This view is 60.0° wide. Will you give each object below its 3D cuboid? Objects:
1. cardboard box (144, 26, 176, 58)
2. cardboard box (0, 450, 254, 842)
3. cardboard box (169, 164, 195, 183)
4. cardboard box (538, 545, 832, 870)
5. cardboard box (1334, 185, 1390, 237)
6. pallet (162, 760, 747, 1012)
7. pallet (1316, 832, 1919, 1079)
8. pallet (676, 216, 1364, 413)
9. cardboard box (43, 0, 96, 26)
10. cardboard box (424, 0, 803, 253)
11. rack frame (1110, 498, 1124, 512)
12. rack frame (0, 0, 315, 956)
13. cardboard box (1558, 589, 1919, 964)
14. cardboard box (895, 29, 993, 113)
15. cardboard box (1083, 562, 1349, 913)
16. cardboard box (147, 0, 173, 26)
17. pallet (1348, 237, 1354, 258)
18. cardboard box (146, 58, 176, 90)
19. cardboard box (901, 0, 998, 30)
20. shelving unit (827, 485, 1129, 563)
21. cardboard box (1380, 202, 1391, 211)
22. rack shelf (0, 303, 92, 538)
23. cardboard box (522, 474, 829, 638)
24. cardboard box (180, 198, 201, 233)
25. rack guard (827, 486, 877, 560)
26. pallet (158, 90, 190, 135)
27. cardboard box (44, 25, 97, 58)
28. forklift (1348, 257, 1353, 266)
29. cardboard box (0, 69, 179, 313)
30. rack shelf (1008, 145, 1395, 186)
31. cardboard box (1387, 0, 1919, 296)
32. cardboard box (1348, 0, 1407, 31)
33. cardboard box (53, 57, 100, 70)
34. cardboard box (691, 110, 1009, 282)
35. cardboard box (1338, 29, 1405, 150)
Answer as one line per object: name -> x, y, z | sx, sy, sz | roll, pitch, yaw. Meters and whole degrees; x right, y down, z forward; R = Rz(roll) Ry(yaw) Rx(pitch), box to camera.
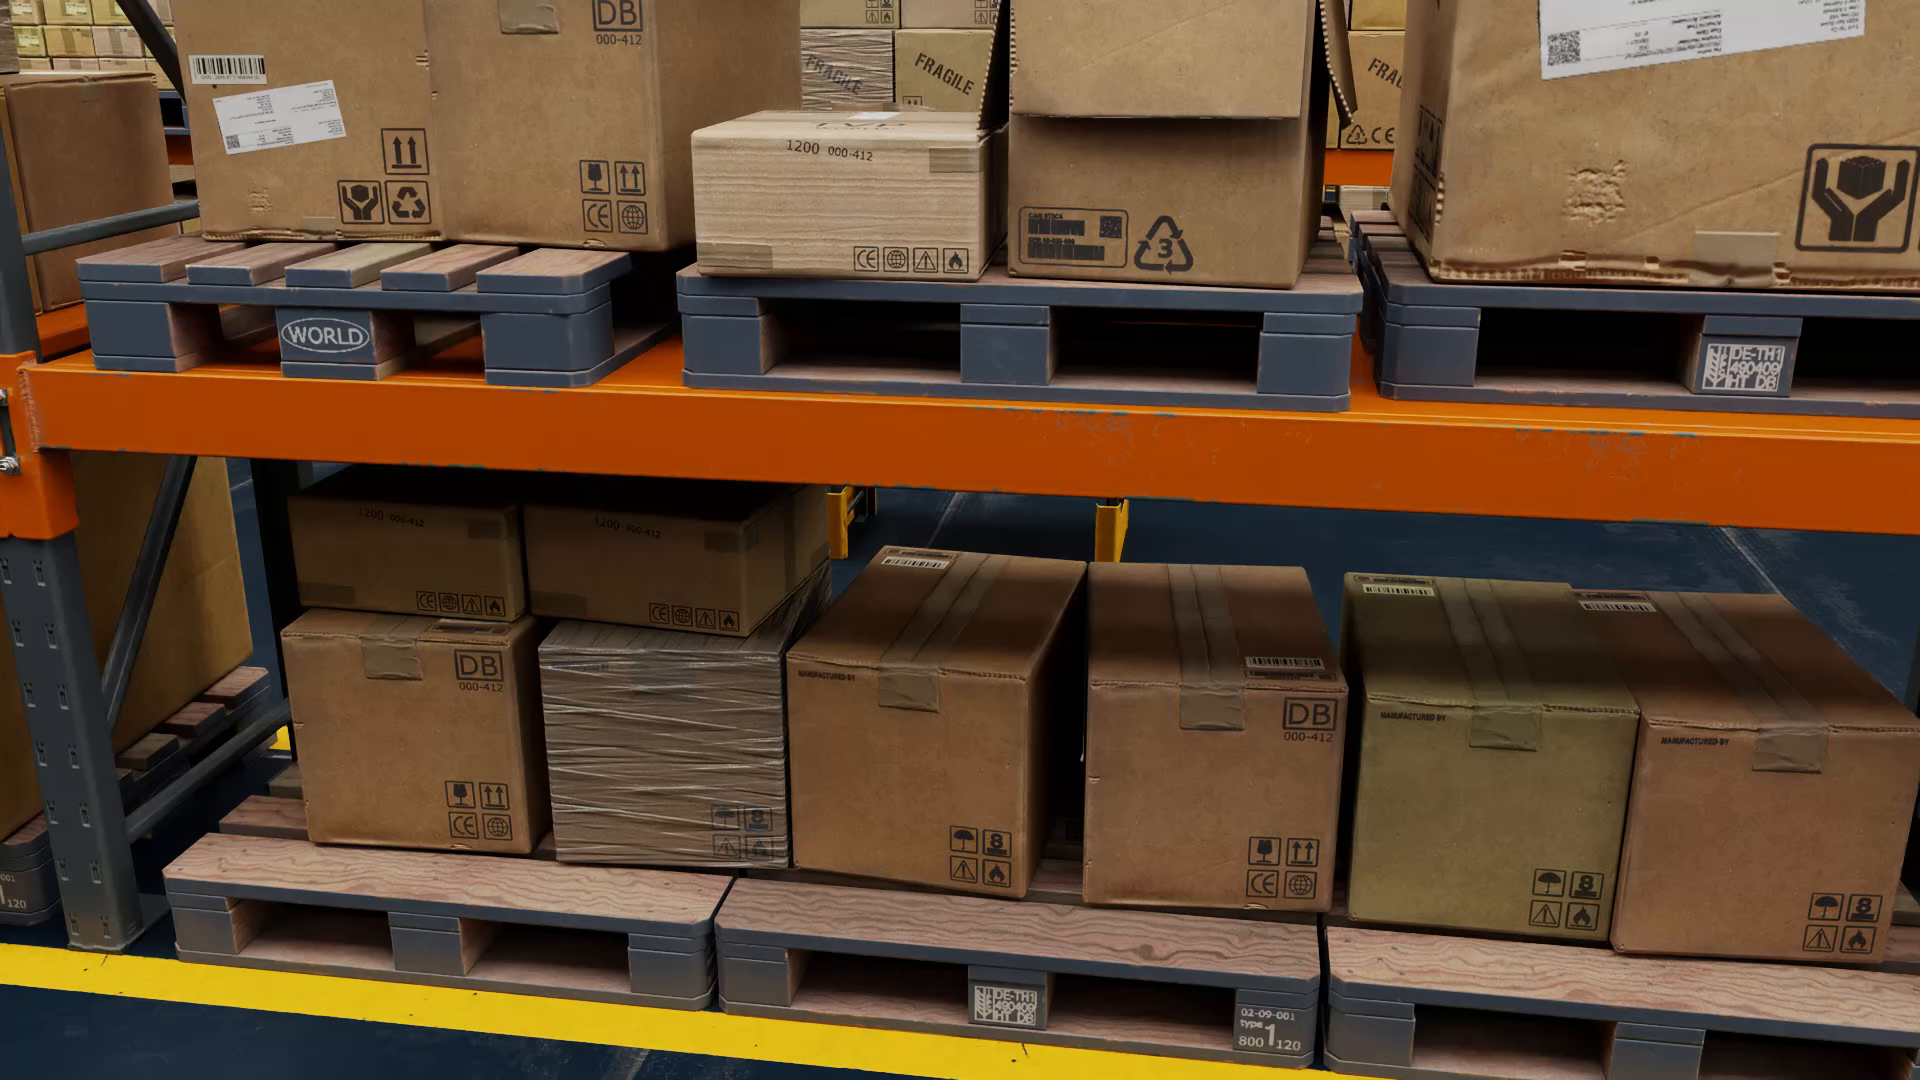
cardboard box -> -3.781, -2.449, 8.161 | 0.250, 0.149, 0.380 | 2, 19, 6
cardboard box -> -2.480, 0.087, 4.003 | 0.875, 0.875, 1.225 | 2, 19, 6
cardboard box -> -6.557, -3.126, 14.296 | 0.875, 0.438, 0.875 | 3, 19, 10
cardboard box -> -0.588, 0.348, 3.782 | 0.500, 0.500, 0.700 | 1, 19, 4
cardboard box -> 3.201, -2.562, 12.713 | 0.625, 0.372, 0.950 | 3, 19, 9
pallet -> -1.031, 0.682, 3.932 | 1.213, 0.211, 1.003 | 3, 19, 9
pallet -> 1.378, 0.805, 3.565 | 1.213, 0.211, 1.003 | 3, 19, 9
pallet -> 0.159, -0.502, 3.380 | 1.213, 0.211, 1.003 | 3, 19, 9
cardboard box -> -4.273, -2.617, 8.192 | 0.250, 0.149, 0.380 | 3, 19, 10
cardboard box -> -0.696, -0.915, 3.492 | 0.500, 0.500, 0.700 | 6, 19, 17
rack frame -> 0.586, -0.681, 5.976 | 0.032, 1.500, 0.500 | 3, 19, 9
rack frame -> -1.802, -0.680, 3.609 | 0.127, 3.000, 1.000 | 3, 19, 9
cardboard box -> 1.544, 0.460, 3.447 | 0.500, 0.500, 0.700 | 1, 19, 4
cardboard box -> -0.013, -2.145, 7.828 | 0.500, 0.500, 0.500 | 3, 19, 8
cardboard box -> 0.524, 0.402, 3.620 | 0.500, 0.500, 0.700 | 1, 19, 4
cardboard box -> -3.774, -2.589, 8.111 | 0.250, 0.149, 0.380 | 3, 19, 8
pallet -> 2.950, -2.300, 12.844 | 1.213, 0.211, 1.003 | 3, 19, 9
cardboard box -> -3.781, -2.308, 8.207 | 0.250, 0.149, 0.380 | 3, 19, 9
cardboard box -> 0.026, -2.700, 7.912 | 0.500, 0.500, 0.700 | 3, 19, 8
shelving unit -> 0.075, -0.707, 6.054 | 1.083, 1.500, 0.587 | 3, 19, 9
cardboard box -> 2.406, -1.163, 7.936 | 0.750, 0.750, 1.050 | 3, 19, 8
rack shelf -> -3.777, -0.440, 4.024 | 4.000, 0.370, 1.077 | 3, 19, 9
cardboard box -> -0.611, -0.011, 3.674 | 0.500, 0.250, 0.500 | 5, 19, 15
cardboard box -> -3.651, -1.654, 8.614 | 0.500, 0.250, 0.500 | 3, 19, 10
rack guard -> -0.416, -0.140, 6.327 | 0.087, 0.250, 0.587 | 3, 19, 9
pallet -> -4.134, -2.255, 8.619 | 1.213, 0.211, 1.003 | 3, 19, 9
cardboard box -> -4.293, -2.475, 8.238 | 0.250, 0.149, 0.380 | 3, 19, 8
forklift -> 1.461, -2.941, 10.474 | 3.031, 2.935, 1.130 | -2, 19, -5
cardboard box -> -2.239, -0.837, 3.921 | 0.500, 0.500, 0.500 | 3, 19, 10
rack shelf -> 1.059, -1.787, 8.051 | 4.000, 0.370, 1.077 | 3, 19, 9
cardboard box -> 1.385, -1.046, 3.096 | 1.000, 1.000, 1.000 | 3, 19, 9
cardboard box -> 2.034, -2.598, 7.606 | 0.500, 0.500, 0.700 | 3, 19, 8
cardboard box -> -4.274, -2.334, 8.287 | 0.250, 0.149, 0.380 | 3, 19, 10
cardboard box -> -0.184, -0.652, 3.099 | 0.500, 0.250, 0.500 | 2, 19, 7
cardboard box -> 1.977, -2.043, 7.524 | 0.500, 0.500, 0.500 | 3, 19, 8
